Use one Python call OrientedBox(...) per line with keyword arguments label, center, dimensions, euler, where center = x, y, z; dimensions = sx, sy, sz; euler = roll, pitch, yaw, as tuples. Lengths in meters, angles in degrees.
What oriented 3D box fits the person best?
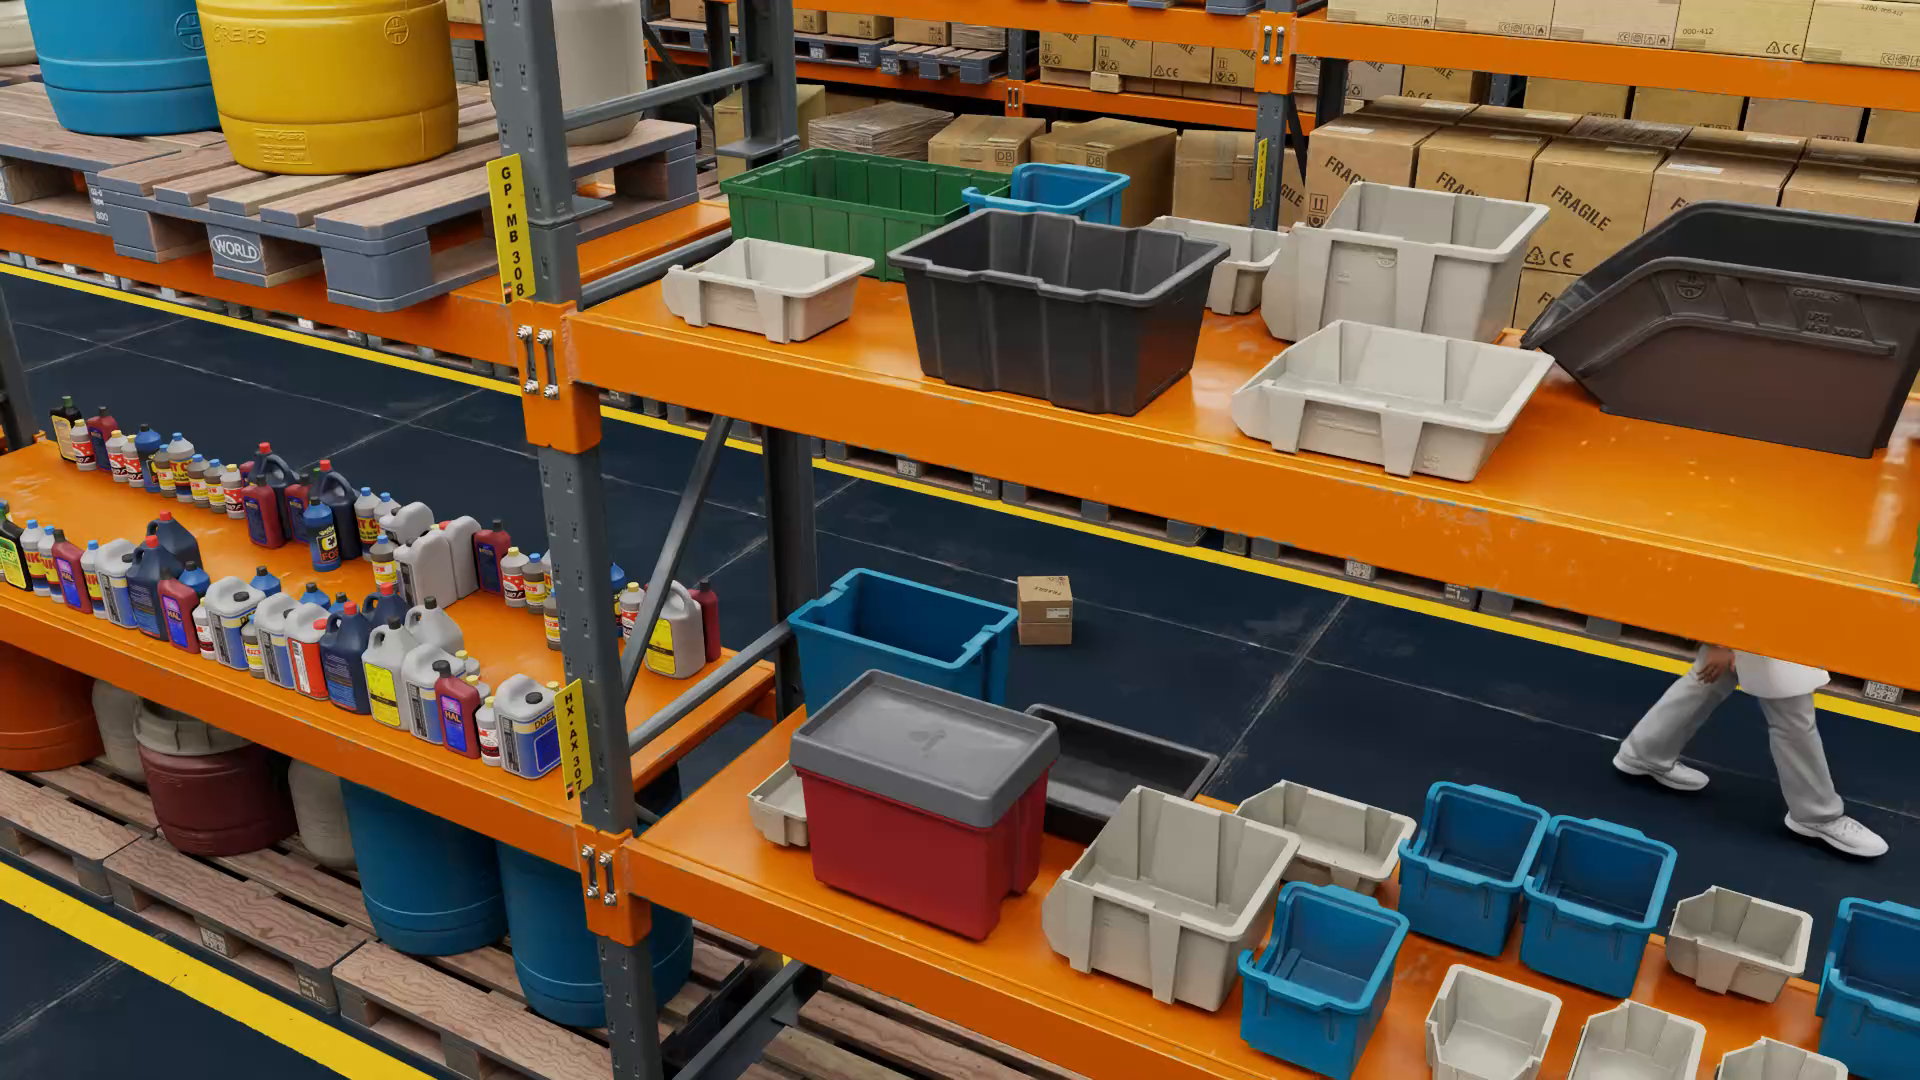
OrientedBox(label="person", center=(3.220, 0.315, 6.463), dimensions=(1.027, 1.730, 0.621), euler=(10, 28, 20))
